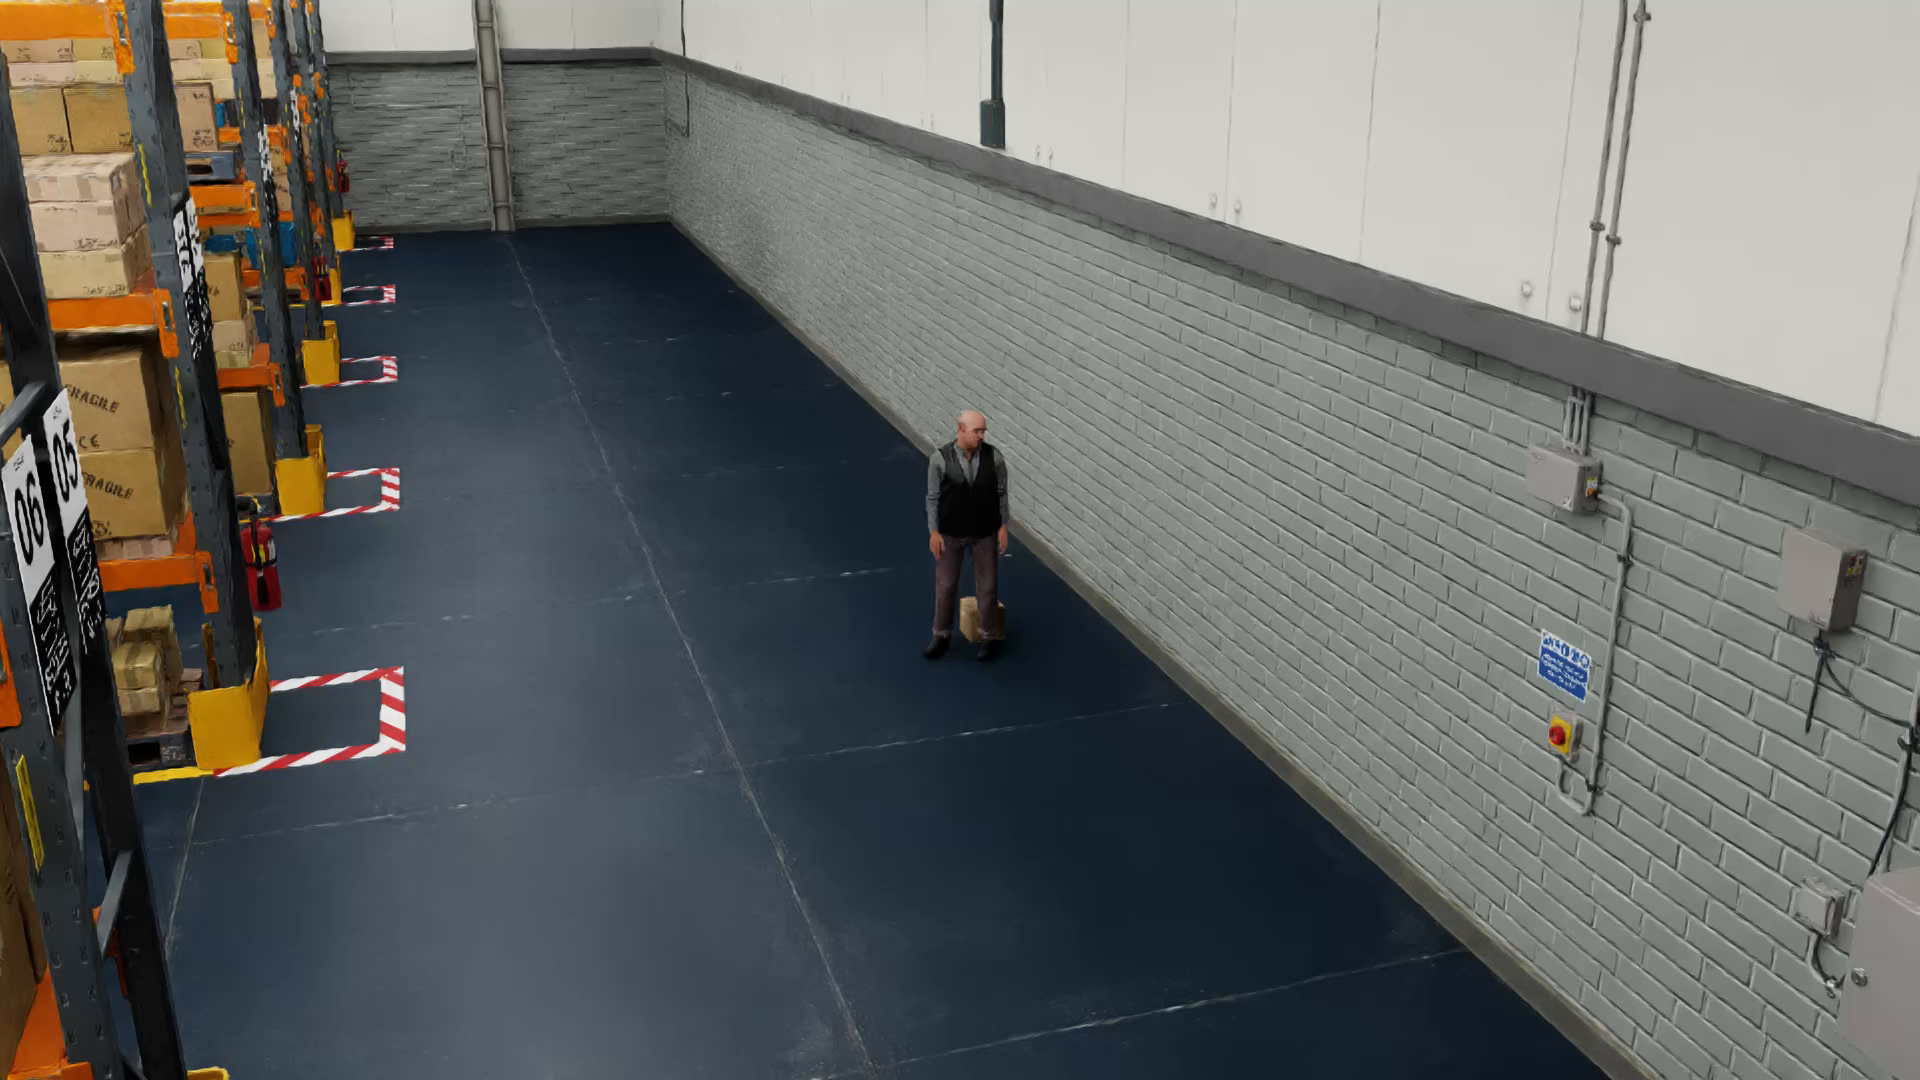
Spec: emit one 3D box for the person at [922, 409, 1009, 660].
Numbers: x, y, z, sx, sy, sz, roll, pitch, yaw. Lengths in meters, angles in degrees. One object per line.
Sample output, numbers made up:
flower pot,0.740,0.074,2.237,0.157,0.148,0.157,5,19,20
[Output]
person,0.031,-0.040,11.156,0.594,1.728,0.365,-1,19,-2
